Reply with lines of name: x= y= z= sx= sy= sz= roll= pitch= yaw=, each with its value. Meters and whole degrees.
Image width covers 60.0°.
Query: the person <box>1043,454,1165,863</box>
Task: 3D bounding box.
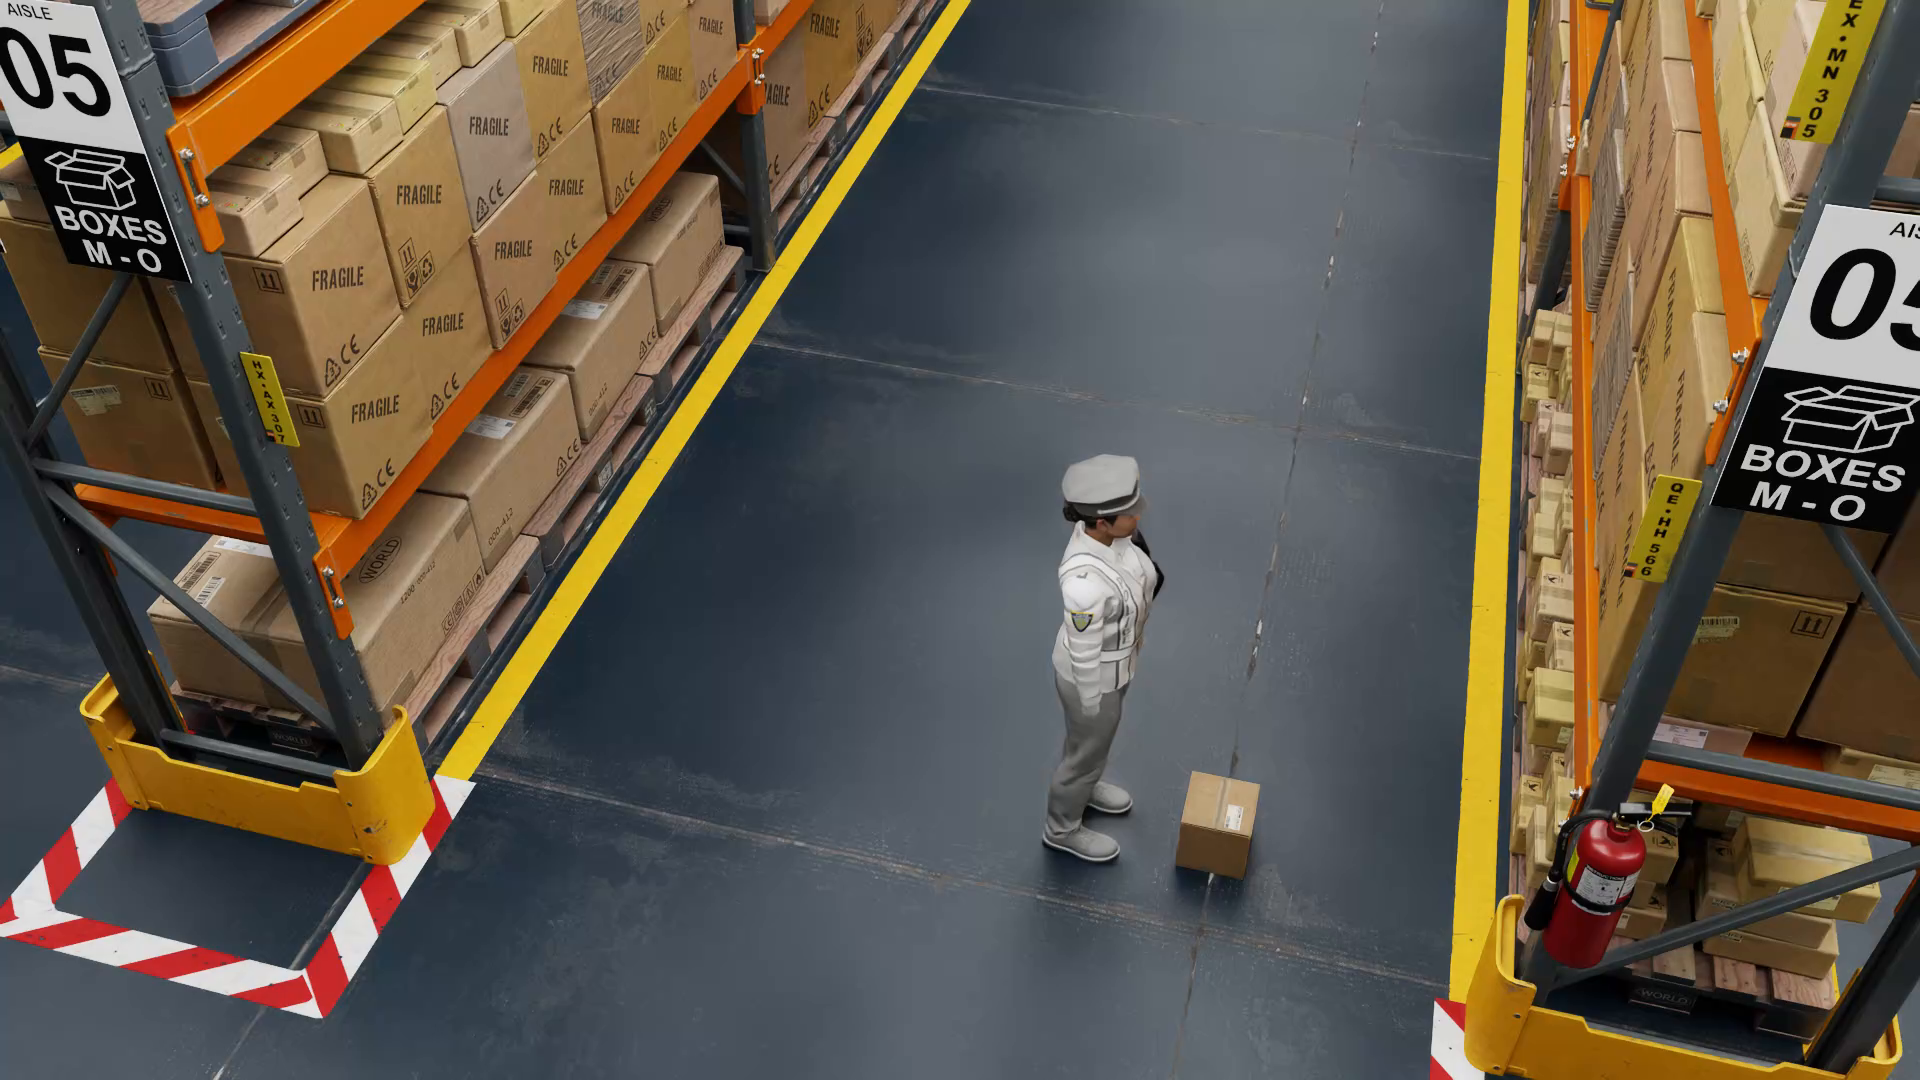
person: x=0.484 y=0.414 z=5.677 sx=0.336 sy=1.679 sz=0.466 roll=11 pitch=42 yaw=12
